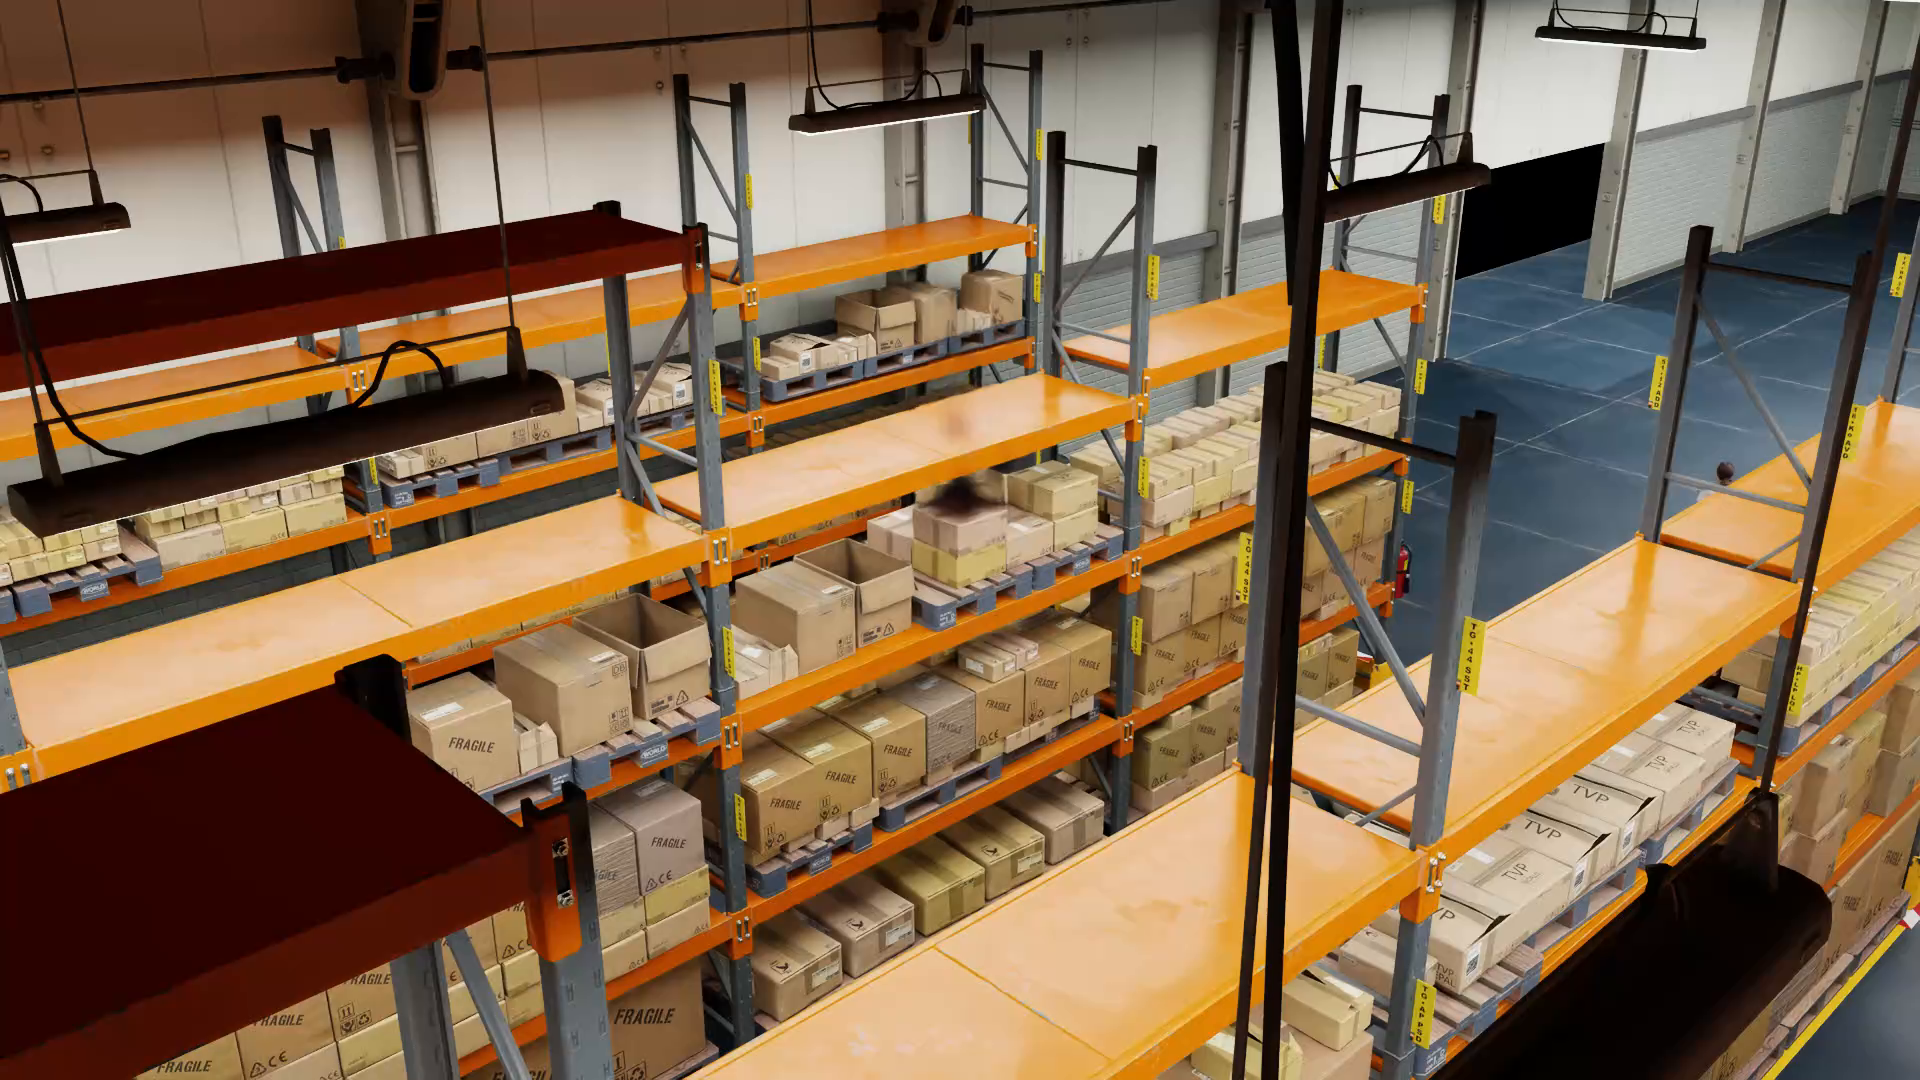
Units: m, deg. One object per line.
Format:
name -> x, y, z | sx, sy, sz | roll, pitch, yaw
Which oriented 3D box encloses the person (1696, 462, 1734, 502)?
person -> 8.657, -0.108, 18.943 | 0.598, 1.616, 0.742 | 2, 23, 5
